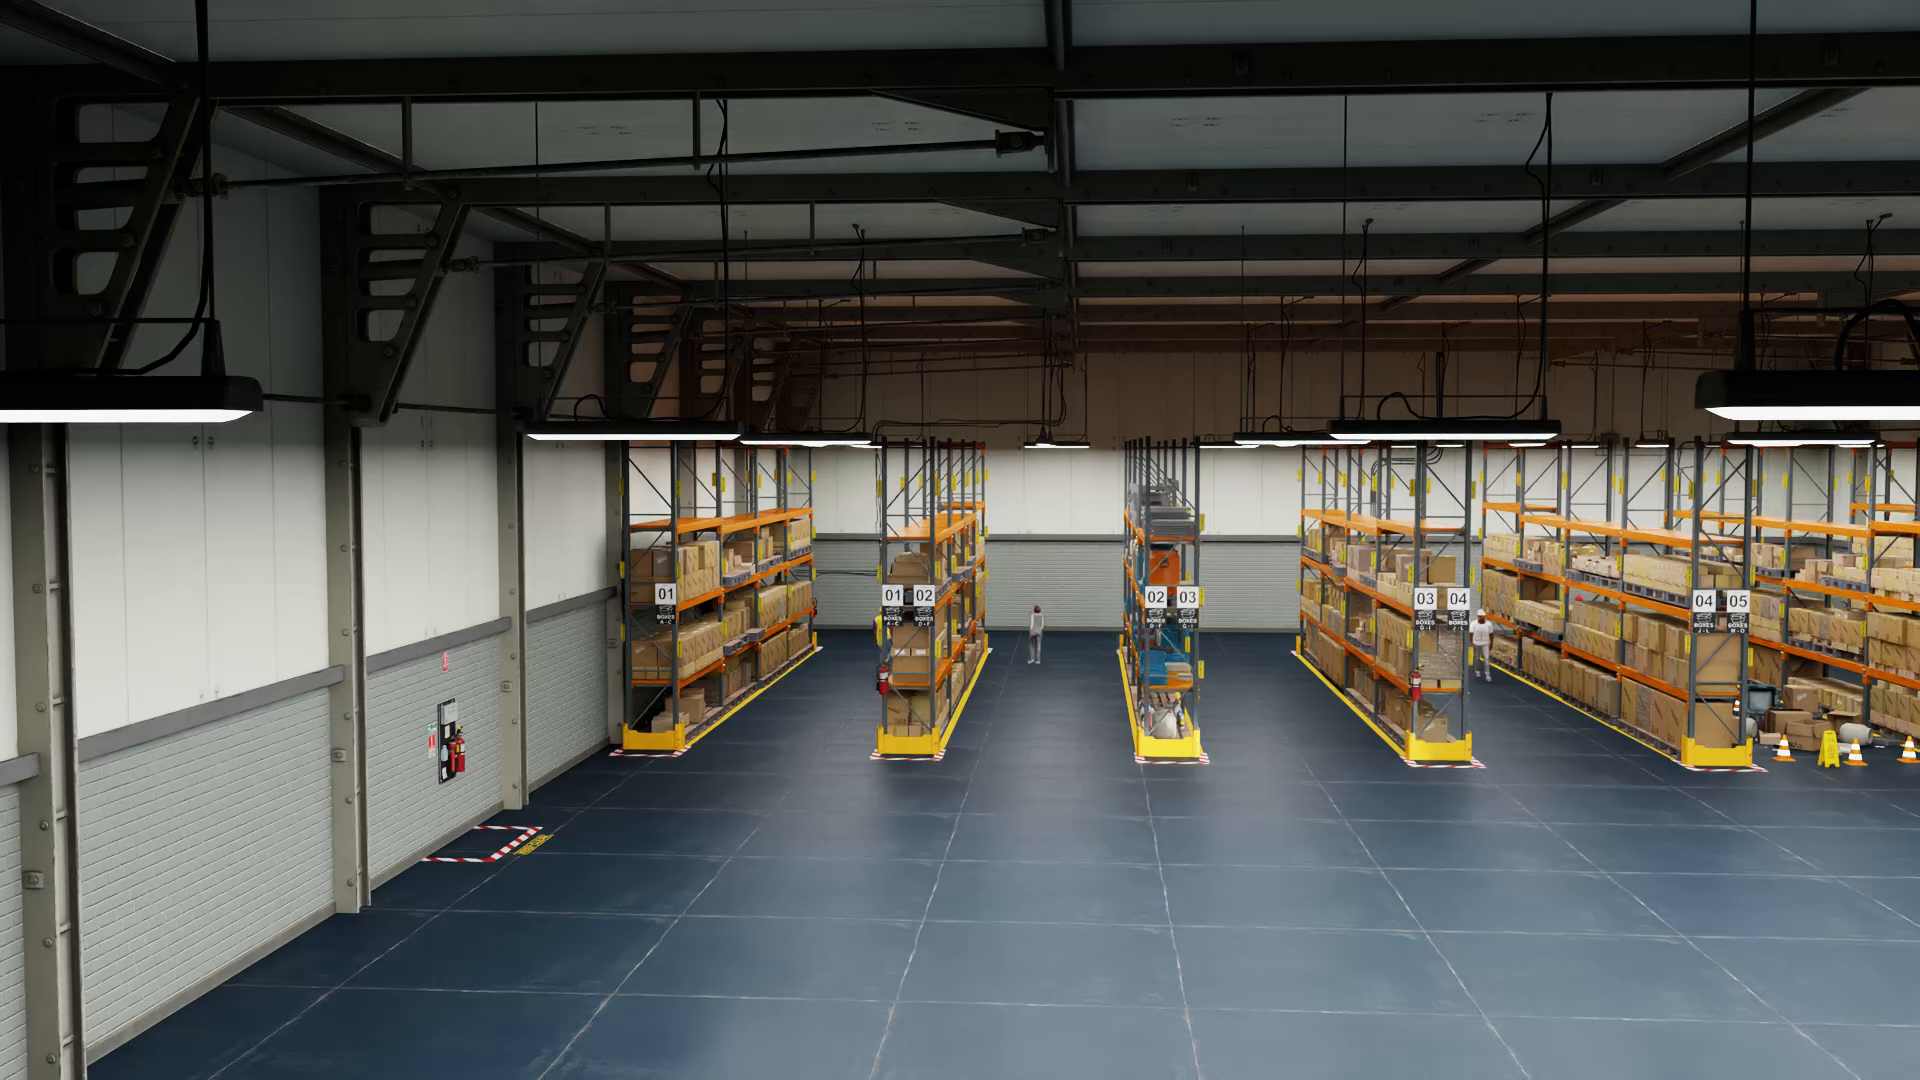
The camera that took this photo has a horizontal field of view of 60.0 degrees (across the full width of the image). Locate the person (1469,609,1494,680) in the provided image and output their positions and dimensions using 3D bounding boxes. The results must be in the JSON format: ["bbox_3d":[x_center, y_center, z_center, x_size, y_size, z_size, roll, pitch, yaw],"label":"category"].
[{"bbox_3d":[13.056,2.603,41.650,0.587,1.720,0.925,1,3,17],"label":"person"}]

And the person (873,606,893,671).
[{"bbox_3d":[-1.960,2.553,42.742,0.599,1.752,0.489,1,3,14],"label":"person"}]

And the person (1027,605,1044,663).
[{"bbox_3d":[2.067,2.550,44.781,0.416,1.615,0.629,-1,3,-10],"label":"person"}]

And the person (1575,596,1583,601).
[{"bbox_3d":[16.891,2.406,45.370,0.567,1.779,0.868,3,4,43],"label":"person"}]
